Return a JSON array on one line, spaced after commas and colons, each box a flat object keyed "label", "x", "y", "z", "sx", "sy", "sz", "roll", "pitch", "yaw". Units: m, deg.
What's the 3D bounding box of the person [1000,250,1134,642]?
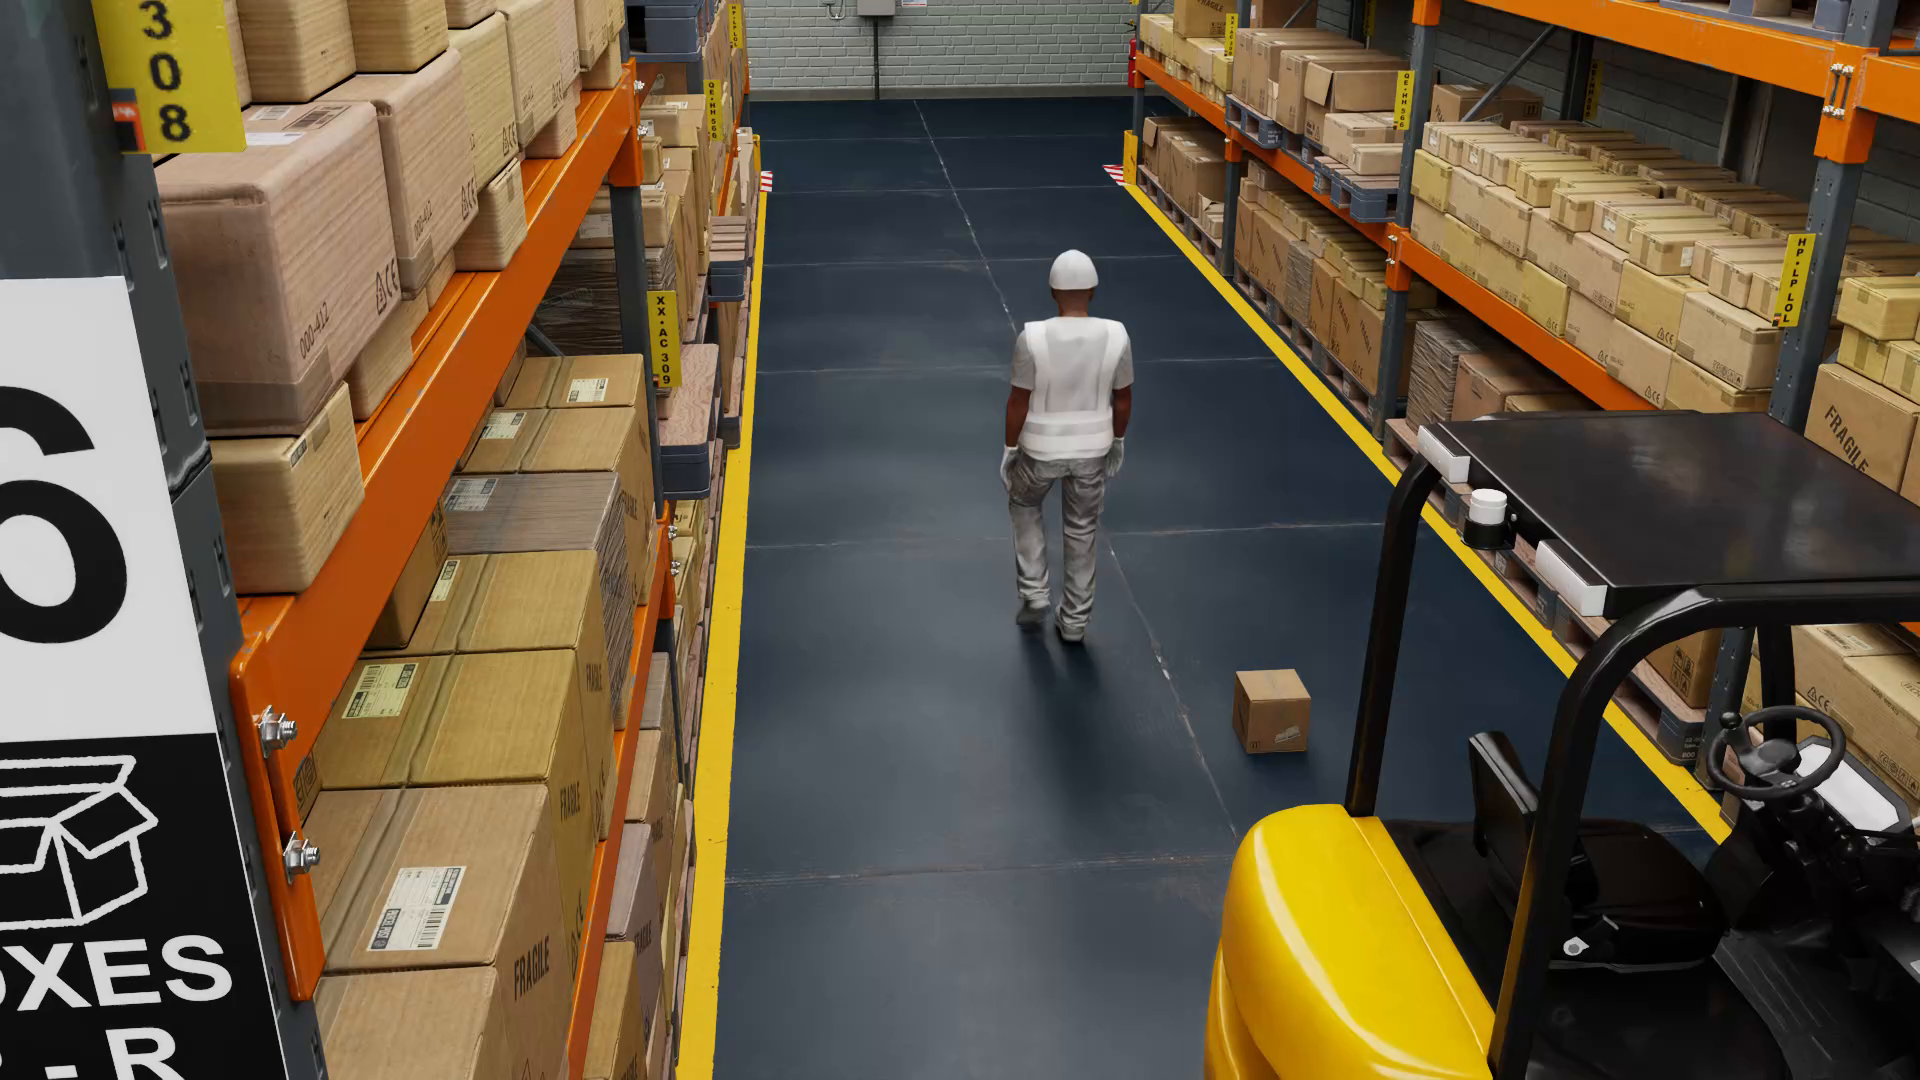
[{"label": "person", "x": 0.465, "y": -0.406, "z": 7.508, "sx": 0.596, "sy": 1.829, "sz": 0.469, "roll": -2, "pitch": 24, "yaw": -5}]
